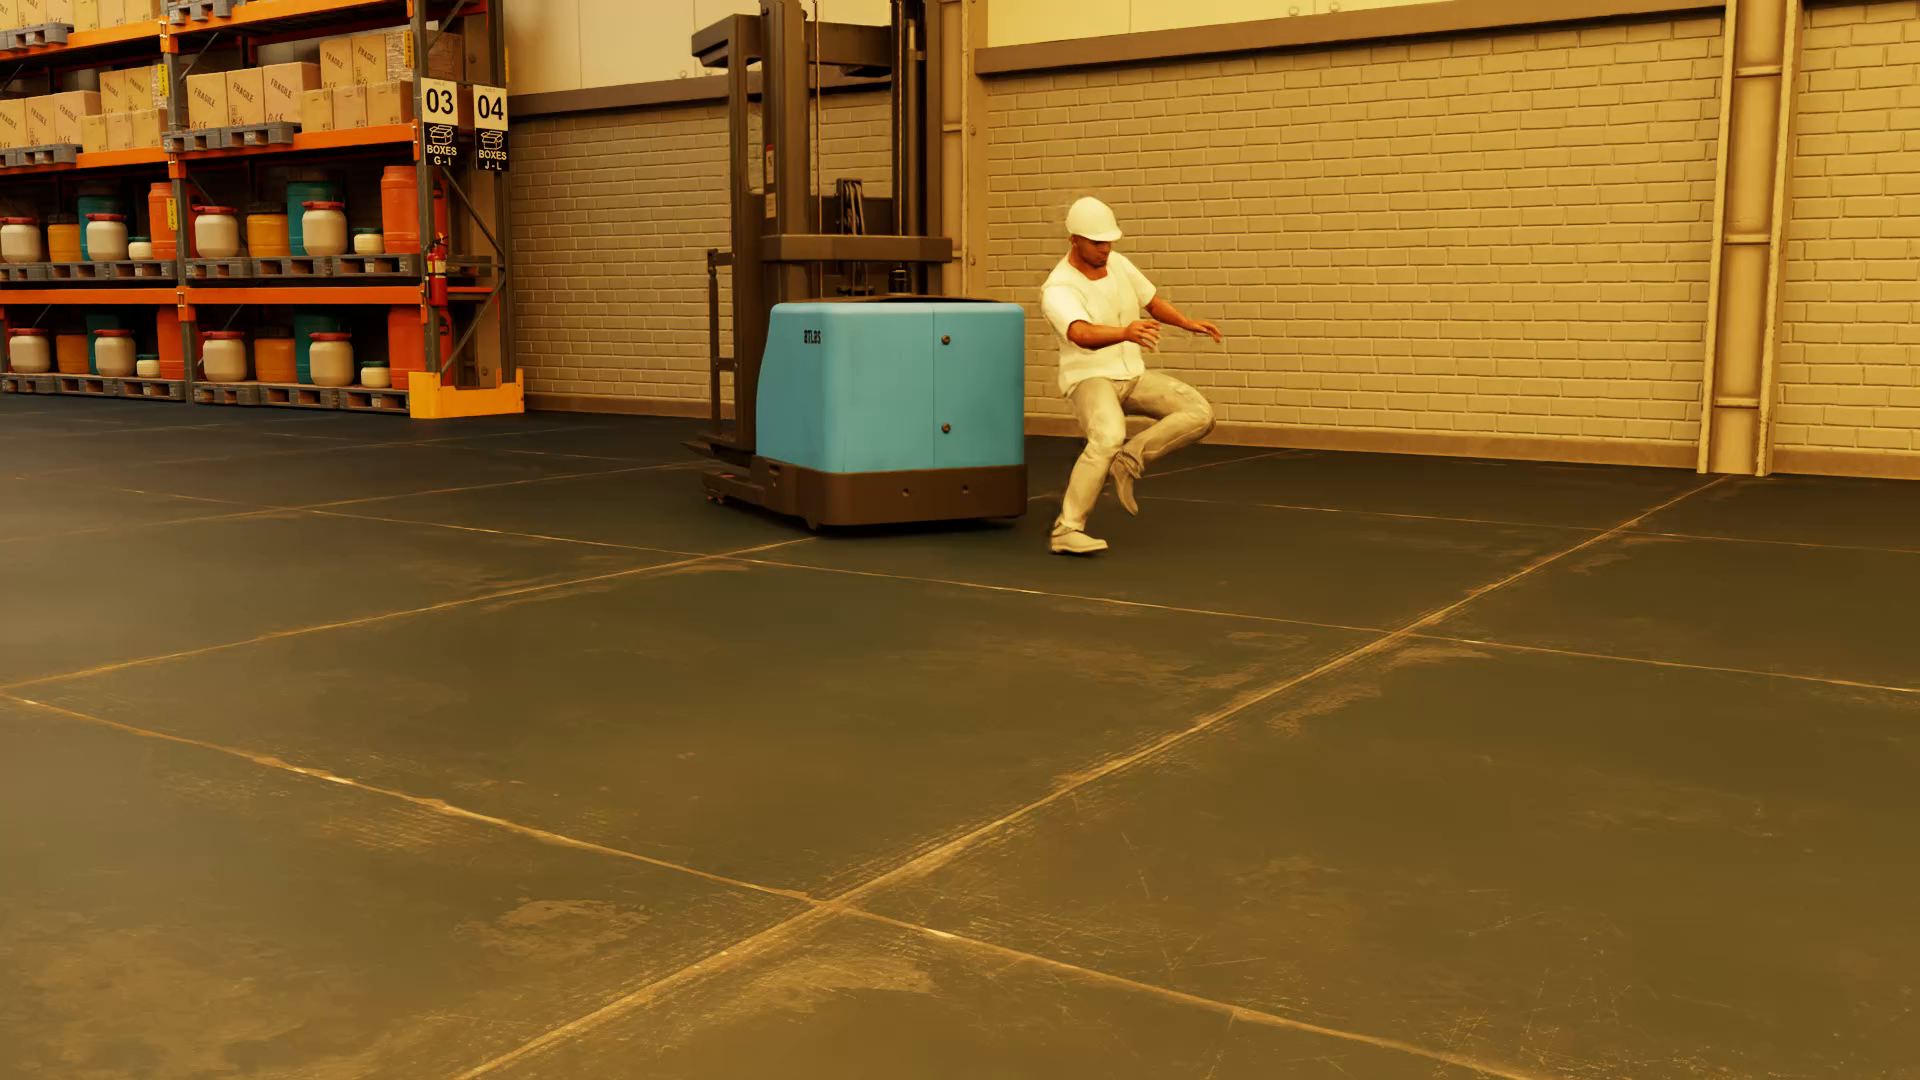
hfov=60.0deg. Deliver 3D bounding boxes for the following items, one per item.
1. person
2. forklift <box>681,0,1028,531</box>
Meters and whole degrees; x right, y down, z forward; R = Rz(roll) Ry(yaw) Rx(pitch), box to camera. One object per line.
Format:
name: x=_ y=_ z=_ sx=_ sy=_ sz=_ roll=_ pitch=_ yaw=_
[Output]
person: x=0.754 y=-0.732 z=7.325 sx=0.868 sy=1.539 sz=0.832 roll=-7 pitch=11 yaw=-41
forklift: x=-0.767 y=-1.663 z=8.887 sx=1.130 sy=2.935 sz=3.031 roll=-4 pitch=9 yaw=-25
